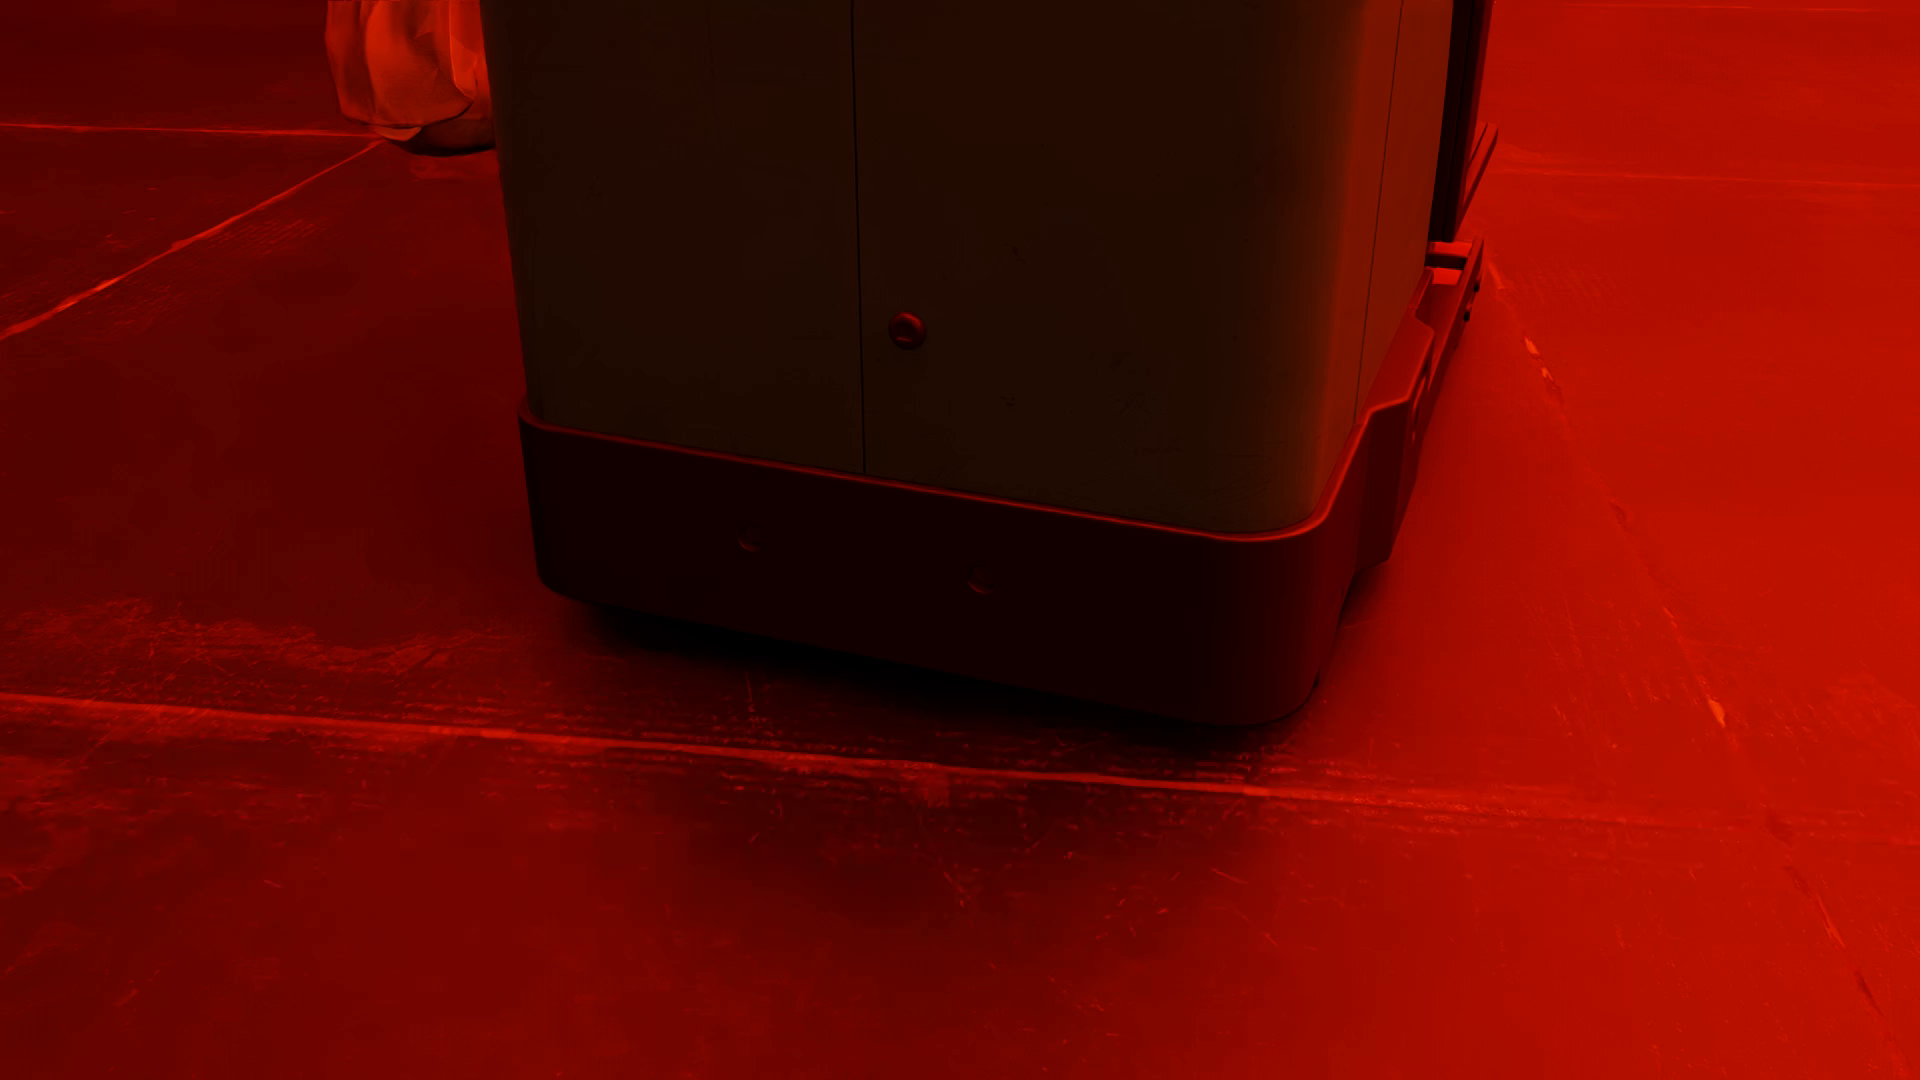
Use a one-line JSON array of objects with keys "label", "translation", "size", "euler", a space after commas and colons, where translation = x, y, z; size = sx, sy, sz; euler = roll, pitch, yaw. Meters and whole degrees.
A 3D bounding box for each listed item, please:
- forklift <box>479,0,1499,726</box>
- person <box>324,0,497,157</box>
[{"label": "forklift", "translation": [0.428, -1.734, 2.692], "size": [1.130, 2.935, 3.031], "euler": [10, 28, 19]}, {"label": "person", "translation": [-0.714, -0.871, 2.736], "size": [0.748, 1.218, 1.131], "euler": [-18, 32, -32]}]
